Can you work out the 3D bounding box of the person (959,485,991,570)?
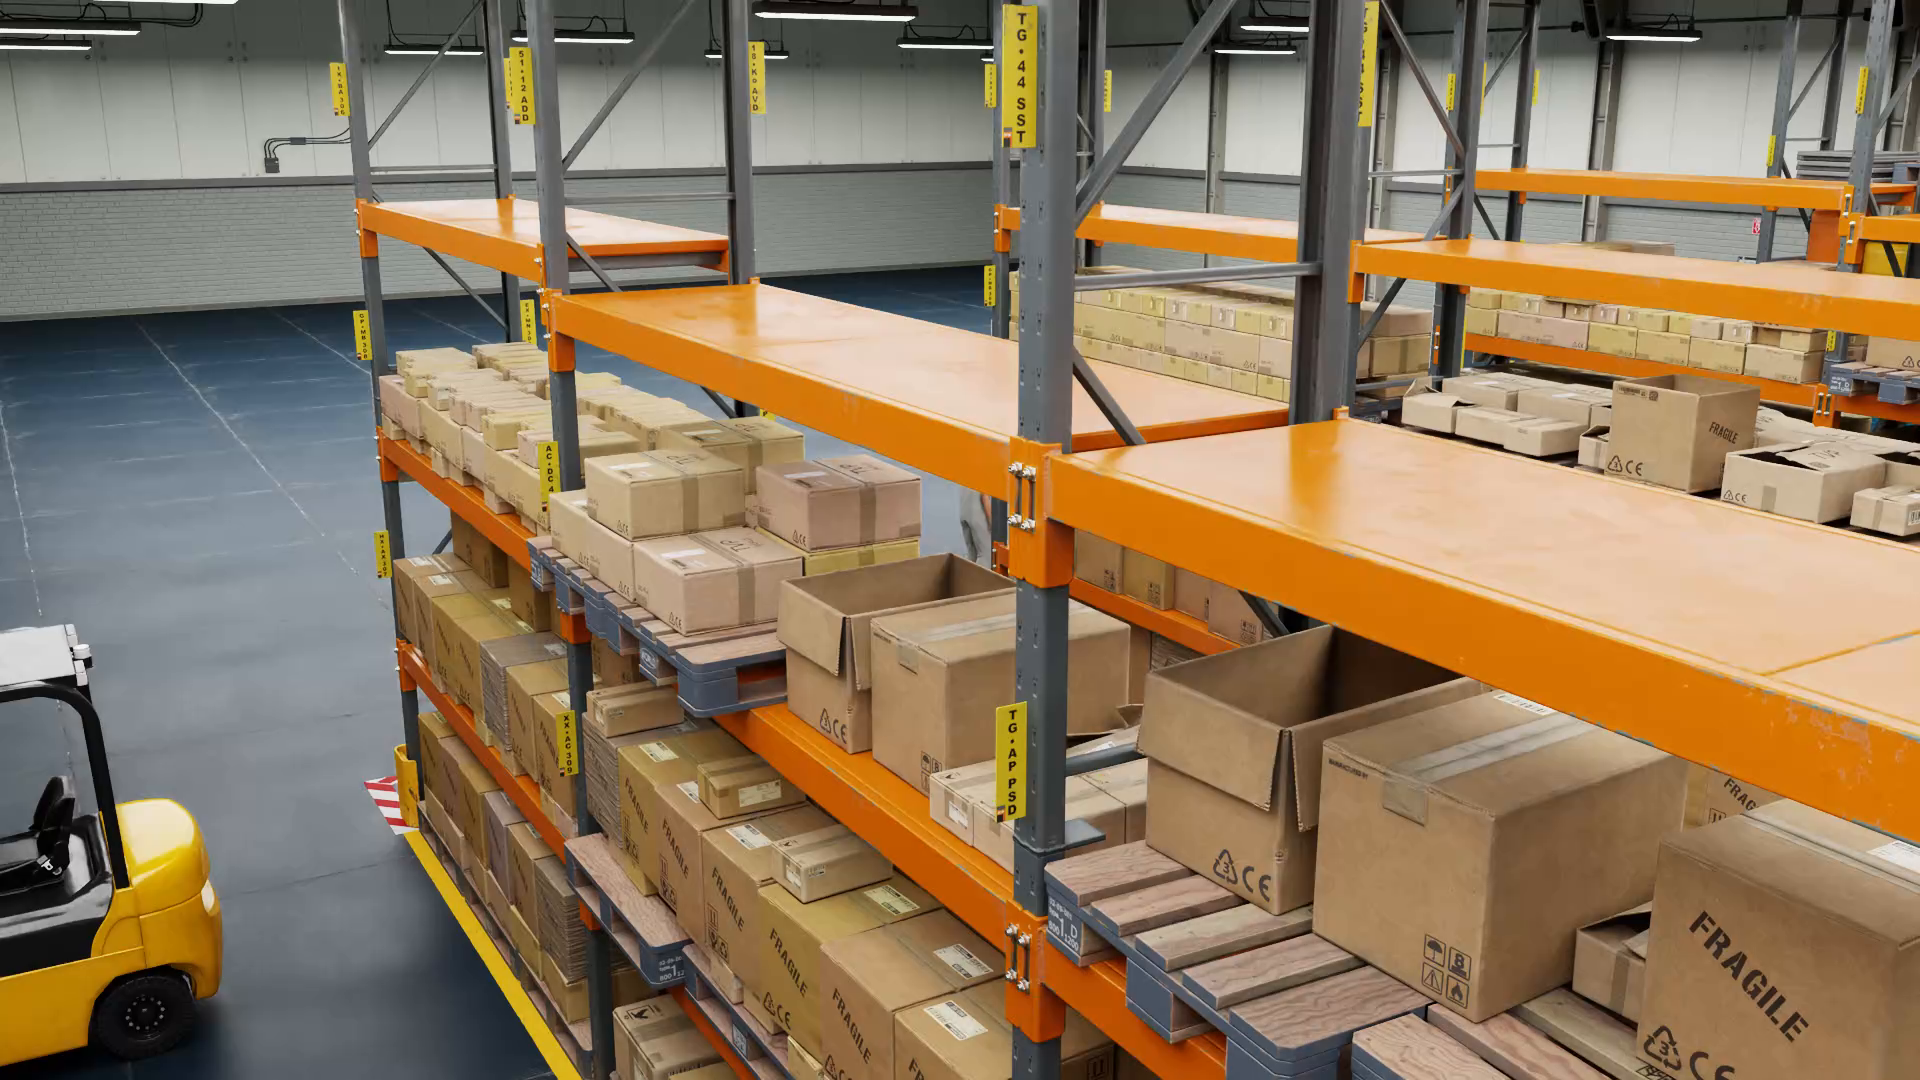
[{"bbox_3d":[0.183,-0.215,16.827,0.355,1.672,0.496,-9,17,-30],"label":"person"}]
